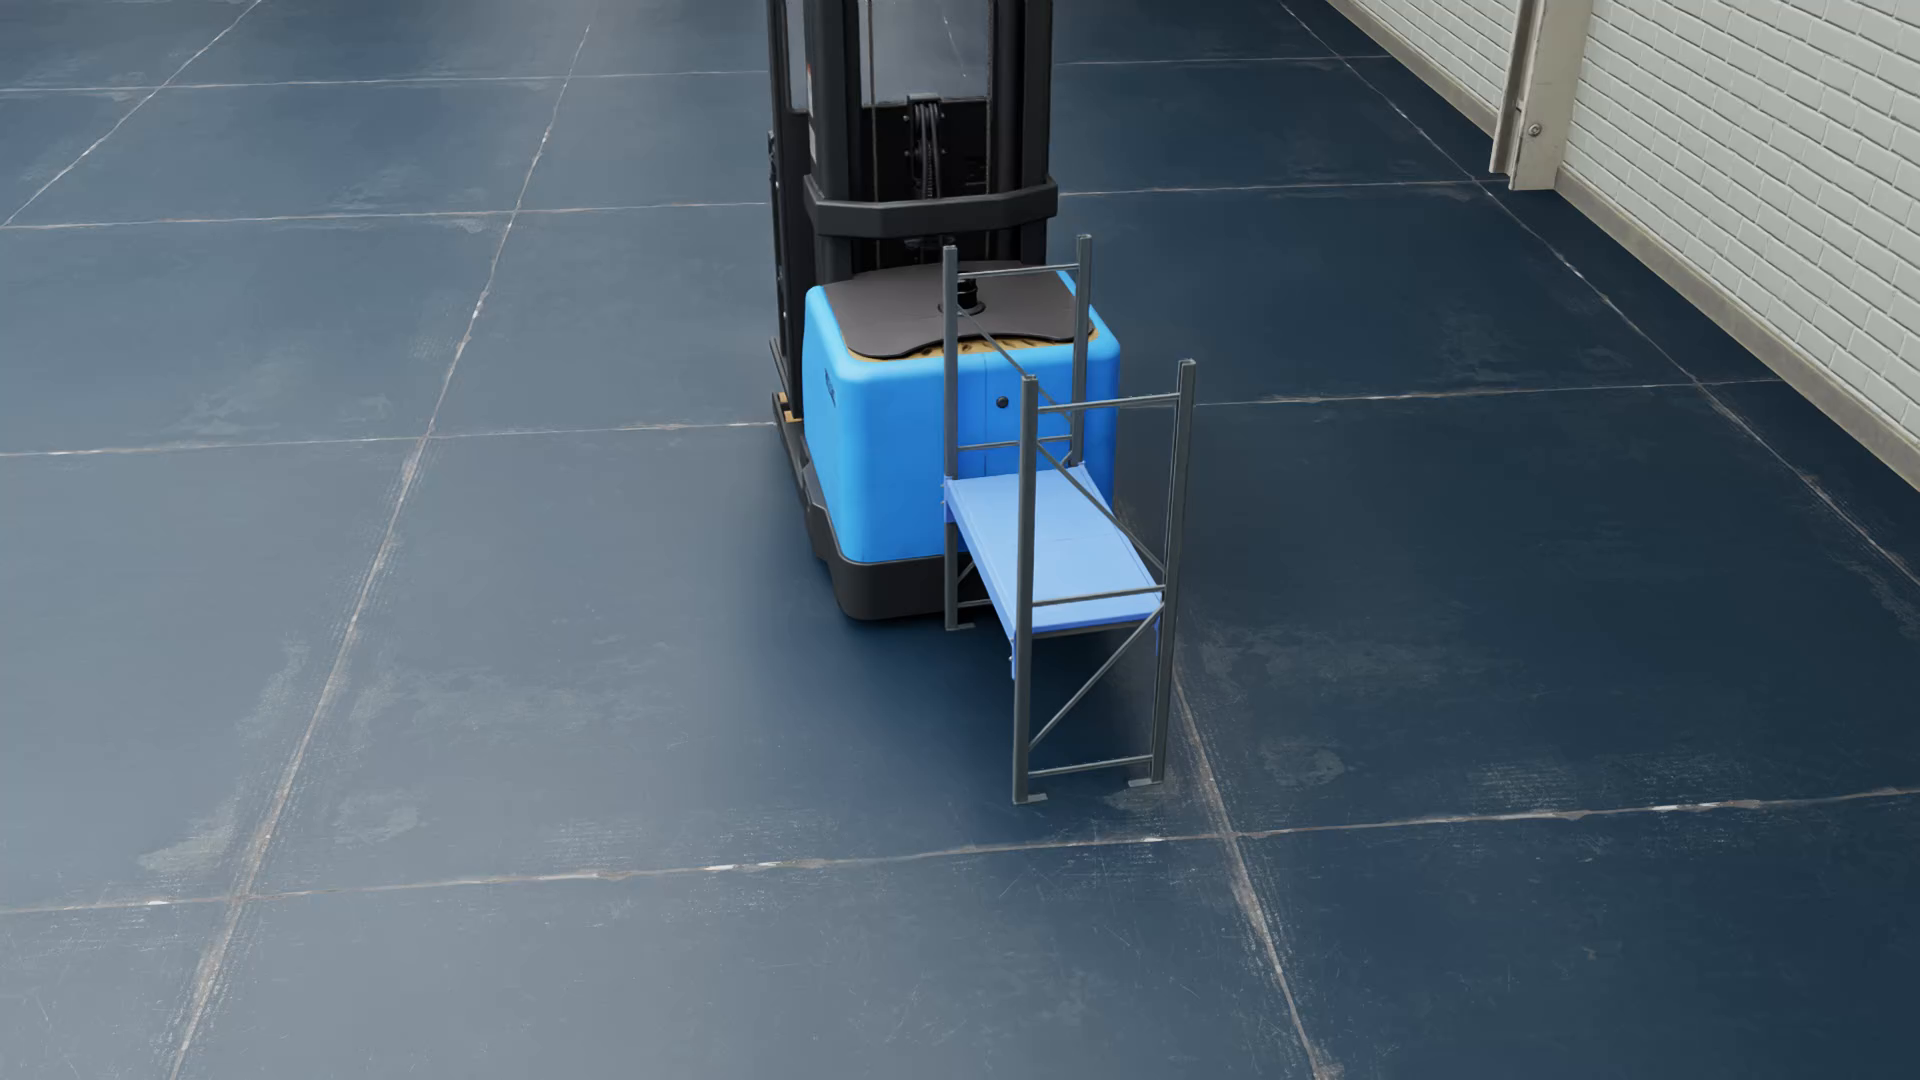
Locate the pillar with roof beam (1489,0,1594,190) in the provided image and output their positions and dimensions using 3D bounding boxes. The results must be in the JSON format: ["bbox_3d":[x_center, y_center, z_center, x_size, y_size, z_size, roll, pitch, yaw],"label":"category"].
[{"bbox_3d":[-0.696,-5.956,7.947,9.100,9.000,0.400,-3,31,-5],"label":"pillar with roof beam"}]

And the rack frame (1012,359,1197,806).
[{"bbox_3d":[0.415,0.172,5.000,0.500,1.500,0.032,-7,31,-11],"label":"rack frame"}]

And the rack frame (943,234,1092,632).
[{"bbox_3d":[0.191,-0.337,5.851,0.500,1.500,0.032,-7,31,-11],"label":"rack frame"}]

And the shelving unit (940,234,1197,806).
[{"bbox_3d":[0.303,-0.082,5.426,0.538,1.500,1.048,-7,31,-11],"label":"shelving unit"}]

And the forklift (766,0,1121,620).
[{"bbox_3d":[-0.241,-1.706,6.748,1.130,2.935,3.031,-7,31,-11],"label":"forklift"}]

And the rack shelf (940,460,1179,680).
[{"bbox_3d":[0.303,0.072,5.518,0.538,0.185,1.000,-7,31,-11],"label":"rack shelf"}]
